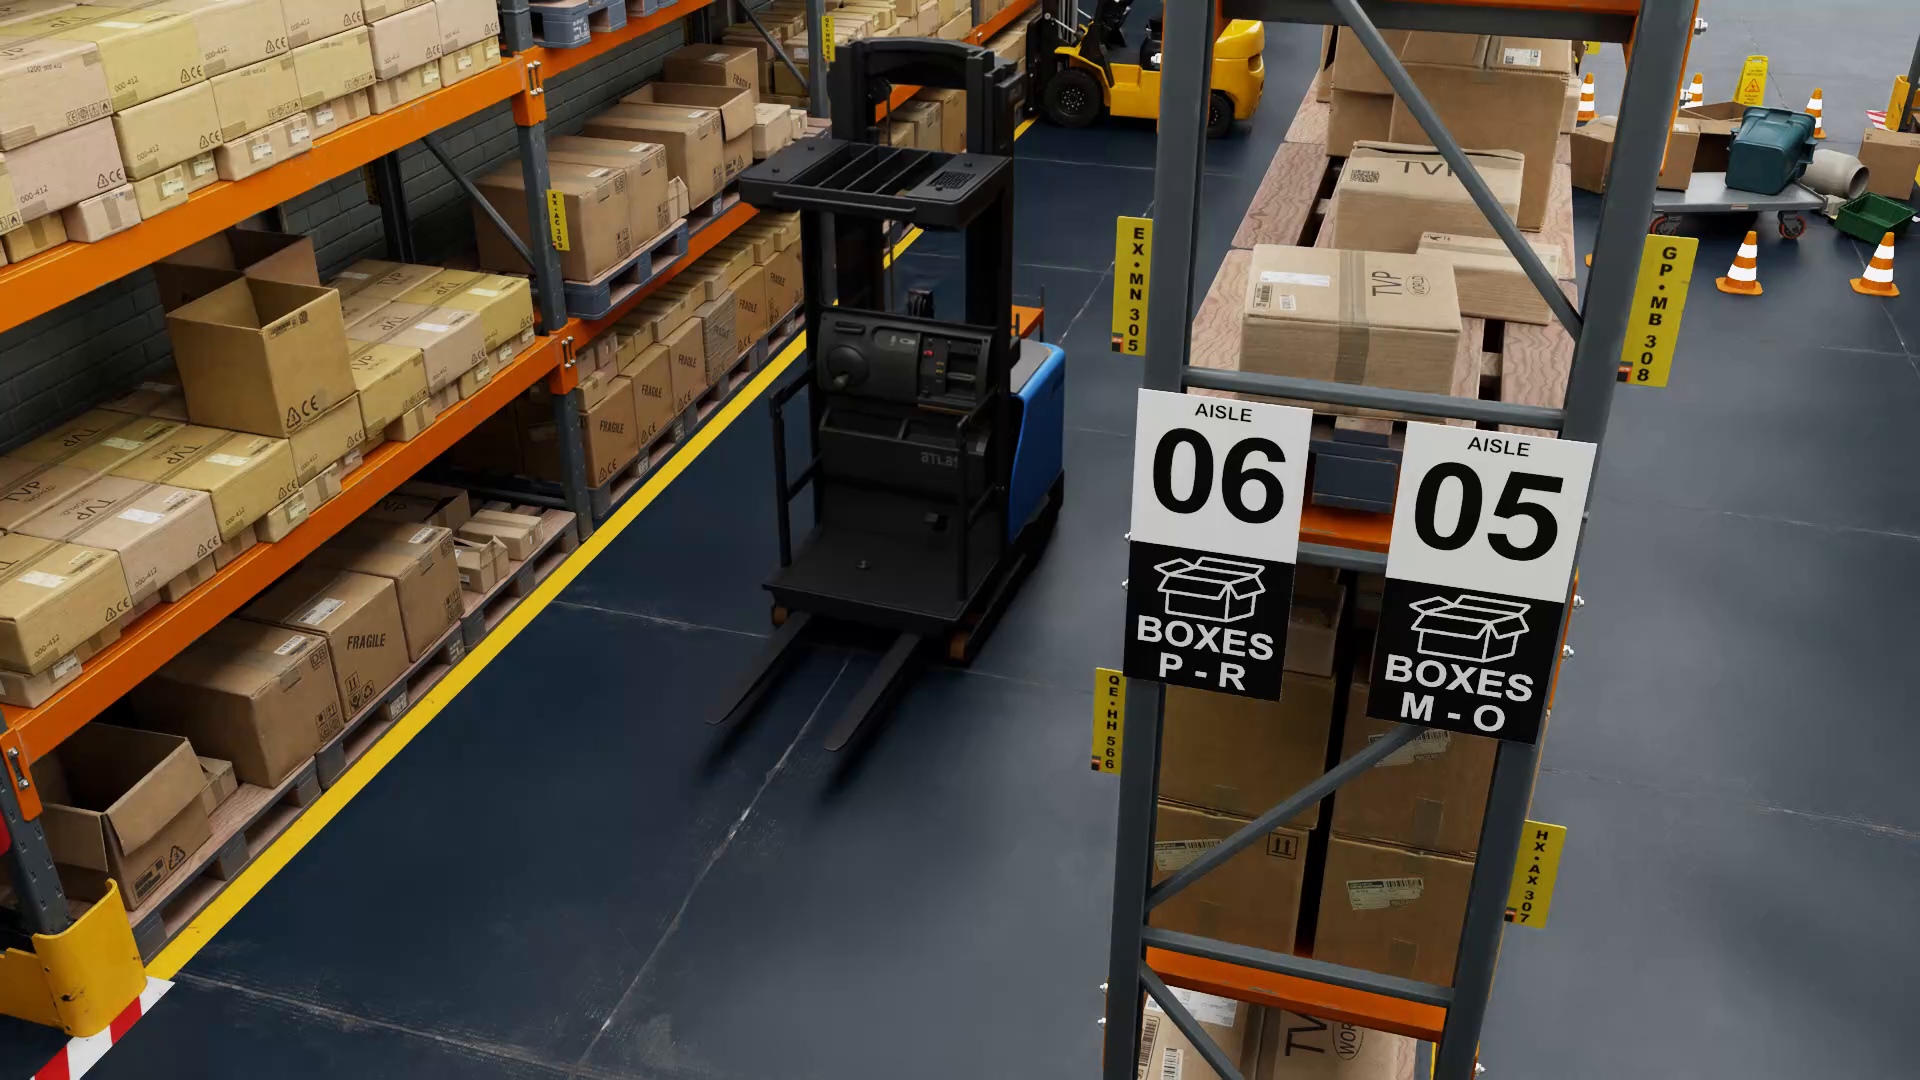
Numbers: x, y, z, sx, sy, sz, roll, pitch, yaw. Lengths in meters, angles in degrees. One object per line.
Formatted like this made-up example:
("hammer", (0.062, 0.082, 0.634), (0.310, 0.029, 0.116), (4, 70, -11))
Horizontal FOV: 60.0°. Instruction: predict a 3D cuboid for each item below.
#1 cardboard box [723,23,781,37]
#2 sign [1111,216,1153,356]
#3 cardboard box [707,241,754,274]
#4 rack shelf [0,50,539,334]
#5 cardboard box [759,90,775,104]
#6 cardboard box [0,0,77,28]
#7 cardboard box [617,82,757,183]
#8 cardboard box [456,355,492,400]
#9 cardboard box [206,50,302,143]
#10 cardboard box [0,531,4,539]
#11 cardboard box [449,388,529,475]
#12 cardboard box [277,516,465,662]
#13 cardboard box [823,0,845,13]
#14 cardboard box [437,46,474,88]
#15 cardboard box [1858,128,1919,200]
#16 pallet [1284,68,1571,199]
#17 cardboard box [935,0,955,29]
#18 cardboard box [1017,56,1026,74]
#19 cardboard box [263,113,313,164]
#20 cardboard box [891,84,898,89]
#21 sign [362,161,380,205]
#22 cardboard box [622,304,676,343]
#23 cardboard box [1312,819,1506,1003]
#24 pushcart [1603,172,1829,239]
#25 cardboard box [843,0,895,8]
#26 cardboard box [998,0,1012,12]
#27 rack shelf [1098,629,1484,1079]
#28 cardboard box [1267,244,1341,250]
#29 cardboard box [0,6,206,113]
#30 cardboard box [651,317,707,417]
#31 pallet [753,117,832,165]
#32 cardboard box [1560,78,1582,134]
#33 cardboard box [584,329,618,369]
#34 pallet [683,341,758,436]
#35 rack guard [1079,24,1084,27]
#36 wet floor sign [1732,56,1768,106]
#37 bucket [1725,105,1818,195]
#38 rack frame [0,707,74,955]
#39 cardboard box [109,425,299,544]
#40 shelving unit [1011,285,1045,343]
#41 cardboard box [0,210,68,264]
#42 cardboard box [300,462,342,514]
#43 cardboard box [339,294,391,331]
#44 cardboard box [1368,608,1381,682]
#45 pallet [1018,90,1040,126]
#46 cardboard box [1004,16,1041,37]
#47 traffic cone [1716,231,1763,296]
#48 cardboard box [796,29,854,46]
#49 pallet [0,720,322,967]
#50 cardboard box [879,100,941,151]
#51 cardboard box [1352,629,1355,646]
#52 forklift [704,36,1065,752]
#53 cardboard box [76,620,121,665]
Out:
("cardboard box", (-1.611, -3.896, 12.897), (0.380, 0.149, 0.250), (9, 30, 16))
("sign", (0.400, -0.574, 3.781), (0.100, 0.325, 0.005), (8, 30, 15))
("cardboard box", (-1.677, -1.996, 11.725), (0.380, 0.149, 0.250), (9, 30, 16))
("rack shelf", (-3.244, -1.459, 6.942), (1.077, 0.370, 4.000), (8, 30, 15))
("cardboard box", (-1.596, -3.431, 12.986), (0.500, 0.250, 0.500), (8, 30, 14))
("cardboard box", (-3.673, -1.856, 6.249), (0.500, 0.250, 0.500), (9, 30, 15))
("cardboard box", (-1.786, -2.695, 10.970), (0.797, 0.503, 0.637), (8, 30, 14))
("cardboard box", (-2.618, -0.850, 8.450), (0.380, 0.149, 0.250), (9, 30, 16))
("cardboard box", (-3.019, -1.795, 6.653), (0.500, 0.250, 0.500), (8, 30, 14))
("cardboard box", (-3.950, 0.151, 6.242), (0.500, 0.250, 0.500), (9, 30, 16))
("cardboard box", (-2.796, -0.754, 10.159), (0.500, 0.500, 0.500), (8, 30, 15))
("cardboard box", (-2.969, 0.231, 8.389), (0.700, 0.500, 0.500), (7, 30, 13))
("cardboard box", (-1.149, -4.474, 13.938), (0.380, 0.149, 0.250), (9, 30, 16))
("cardboard box", (-2.555, -2.271, 7.919), (0.380, 0.149, 0.250), (8, 30, 15))
("cardboard box", (8.673, -3.521, 15.562), (0.500, 0.500, 0.500), (14, 32, 23))
("pallet", (1.839, -1.579, 6.508), (1.003, 0.211, 1.213), (8, 30, 15))
("cardboard box", (-0.353, -4.758, 14.858), (0.500, 0.250, 0.500), (8, 30, 14))
("cardboard box", (0.432, -4.957, 17.458), (0.500, 0.250, 0.500), (8, 30, 14))
("cardboard box", (-2.904, -1.664, 6.829), (0.380, 0.149, 0.250), (9, 30, 16))
("cardboard box", (-0.823, -3.830, 13.704), (0.500, 0.250, 0.500), (8, 30, 13))
("sign", (-3.189, -1.976, 9.025), (0.100, 0.325, 0.005), (8, 30, 15))
("cardboard box", (-2.049, -1.396, 10.647), (0.380, 0.149, 0.250), (8, 30, 15))
("cardboard box", (1.330, 0.947, 4.858), (0.500, 0.500, 0.500), (8, 30, 14))
("pushcart", (6.631, -2.955, 14.674), (1.648, 0.377, 0.936), (-1, 29, -3))
("cardboard box", (-0.755, -4.420, 13.840), (0.380, 0.149, 0.250), (8, 30, 15))
("cardboard box", (0.208, -5.567, 16.569), (0.500, 0.500, 0.500), (9, 30, 16))
("rack shelf", (1.502, 0.558, 6.401), (1.077, 0.370, 4.000), (8, 30, 15))
("cardboard box", (1.007, -0.683, 4.531), (0.380, 0.149, 0.250), (6, 30, 11))
("cardboard box", (-3.160, -1.766, 6.088), (0.500, 0.250, 0.500), (8, 30, 14))
("cardboard box", (-2.003, -1.156, 10.882), (0.500, 0.500, 0.500), (8, 30, 13))
("pallet", (-1.615, -2.842, 11.971), (1.213, 0.211, 1.003), (8, 30, 15))
("cardboard box", (2.130, -1.649, 6.266), (0.380, 0.149, 0.250), (9, 30, 16))
("cardboard box", (-2.267, -1.153, 9.903), (0.380, 0.149, 0.250), (7, 30, 12))
("pallet", (-2.099, -1.126, 11.557), (1.003, 0.211, 1.213), (8, 30, 15))
("rack guard", (0.872, -5.888, 19.819), (1.175, 0.500, 0.348), (8, 30, 15))
("wet floor sign", (8.488, -4.870, 17.841), (0.267, 0.644, 0.232), (3, 29, 6))
("bucket", (7.035, -3.370, 14.526), (0.726, 0.611, 0.620), (20, 45, 32))
("rack frame", (-3.831, 0.467, 5.825), (1.000, 3.000, 0.127), (8, 30, 15))
("cardboard box", (-3.147, -0.240, 6.945), (0.500, 0.250, 0.500), (8, 30, 14))
("shelving unit", (0.314, -0.917, 10.163), (0.258, 1.200, 0.503), (10, 31, 17))
("cardboard box", (-3.372, -1.092, 5.800), (0.380, 0.149, 0.250), (9, 30, 15))
("cardboard box", (-2.989, -0.254, 7.379), (0.380, 0.149, 0.250), (9, 30, 16))
("cardboard box", (-3.201, -1.031, 8.366), (0.500, 0.250, 0.500), (8, 30, 14))
("cardboard box", (1.283, 0.284, 4.356), (0.380, 0.149, 0.250), (9, 30, 16))
("pallet", (0.320, -4.824, 18.204), (1.003, 0.211, 1.213), (8, 30, 15))
("cardboard box", (0.589, -5.421, 17.777), (0.500, 0.250, 0.500), (8, 30, 14))
("traffic cone", (6.282, -2.241, 13.303), (0.336, 0.463, 0.334), (8, 30, 15))
("cardboard box", (-1.031, -3.809, 12.741), (0.380, 0.149, 0.250), (9, 30, 16))
("pallet", (-3.576, 1.280, 7.233), (1.003, 0.211, 1.213), (8, 30, 15))
("cardboard box", (-0.687, -3.652, 15.240), (0.875, 0.625, 0.625), (8, 30, 14))
("cardboard box", (1.106, 0.396, 5.849), (0.500, 0.500, 0.500), (9, 30, 16))
("forklift", (-0.362, -0.872, 8.302), (1.130, 2.935, 3.031), (10, 31, 17))
("cardboard box", (-3.442, 0.338, 6.315), (0.380, 0.149, 0.250), (9, 30, 16))
